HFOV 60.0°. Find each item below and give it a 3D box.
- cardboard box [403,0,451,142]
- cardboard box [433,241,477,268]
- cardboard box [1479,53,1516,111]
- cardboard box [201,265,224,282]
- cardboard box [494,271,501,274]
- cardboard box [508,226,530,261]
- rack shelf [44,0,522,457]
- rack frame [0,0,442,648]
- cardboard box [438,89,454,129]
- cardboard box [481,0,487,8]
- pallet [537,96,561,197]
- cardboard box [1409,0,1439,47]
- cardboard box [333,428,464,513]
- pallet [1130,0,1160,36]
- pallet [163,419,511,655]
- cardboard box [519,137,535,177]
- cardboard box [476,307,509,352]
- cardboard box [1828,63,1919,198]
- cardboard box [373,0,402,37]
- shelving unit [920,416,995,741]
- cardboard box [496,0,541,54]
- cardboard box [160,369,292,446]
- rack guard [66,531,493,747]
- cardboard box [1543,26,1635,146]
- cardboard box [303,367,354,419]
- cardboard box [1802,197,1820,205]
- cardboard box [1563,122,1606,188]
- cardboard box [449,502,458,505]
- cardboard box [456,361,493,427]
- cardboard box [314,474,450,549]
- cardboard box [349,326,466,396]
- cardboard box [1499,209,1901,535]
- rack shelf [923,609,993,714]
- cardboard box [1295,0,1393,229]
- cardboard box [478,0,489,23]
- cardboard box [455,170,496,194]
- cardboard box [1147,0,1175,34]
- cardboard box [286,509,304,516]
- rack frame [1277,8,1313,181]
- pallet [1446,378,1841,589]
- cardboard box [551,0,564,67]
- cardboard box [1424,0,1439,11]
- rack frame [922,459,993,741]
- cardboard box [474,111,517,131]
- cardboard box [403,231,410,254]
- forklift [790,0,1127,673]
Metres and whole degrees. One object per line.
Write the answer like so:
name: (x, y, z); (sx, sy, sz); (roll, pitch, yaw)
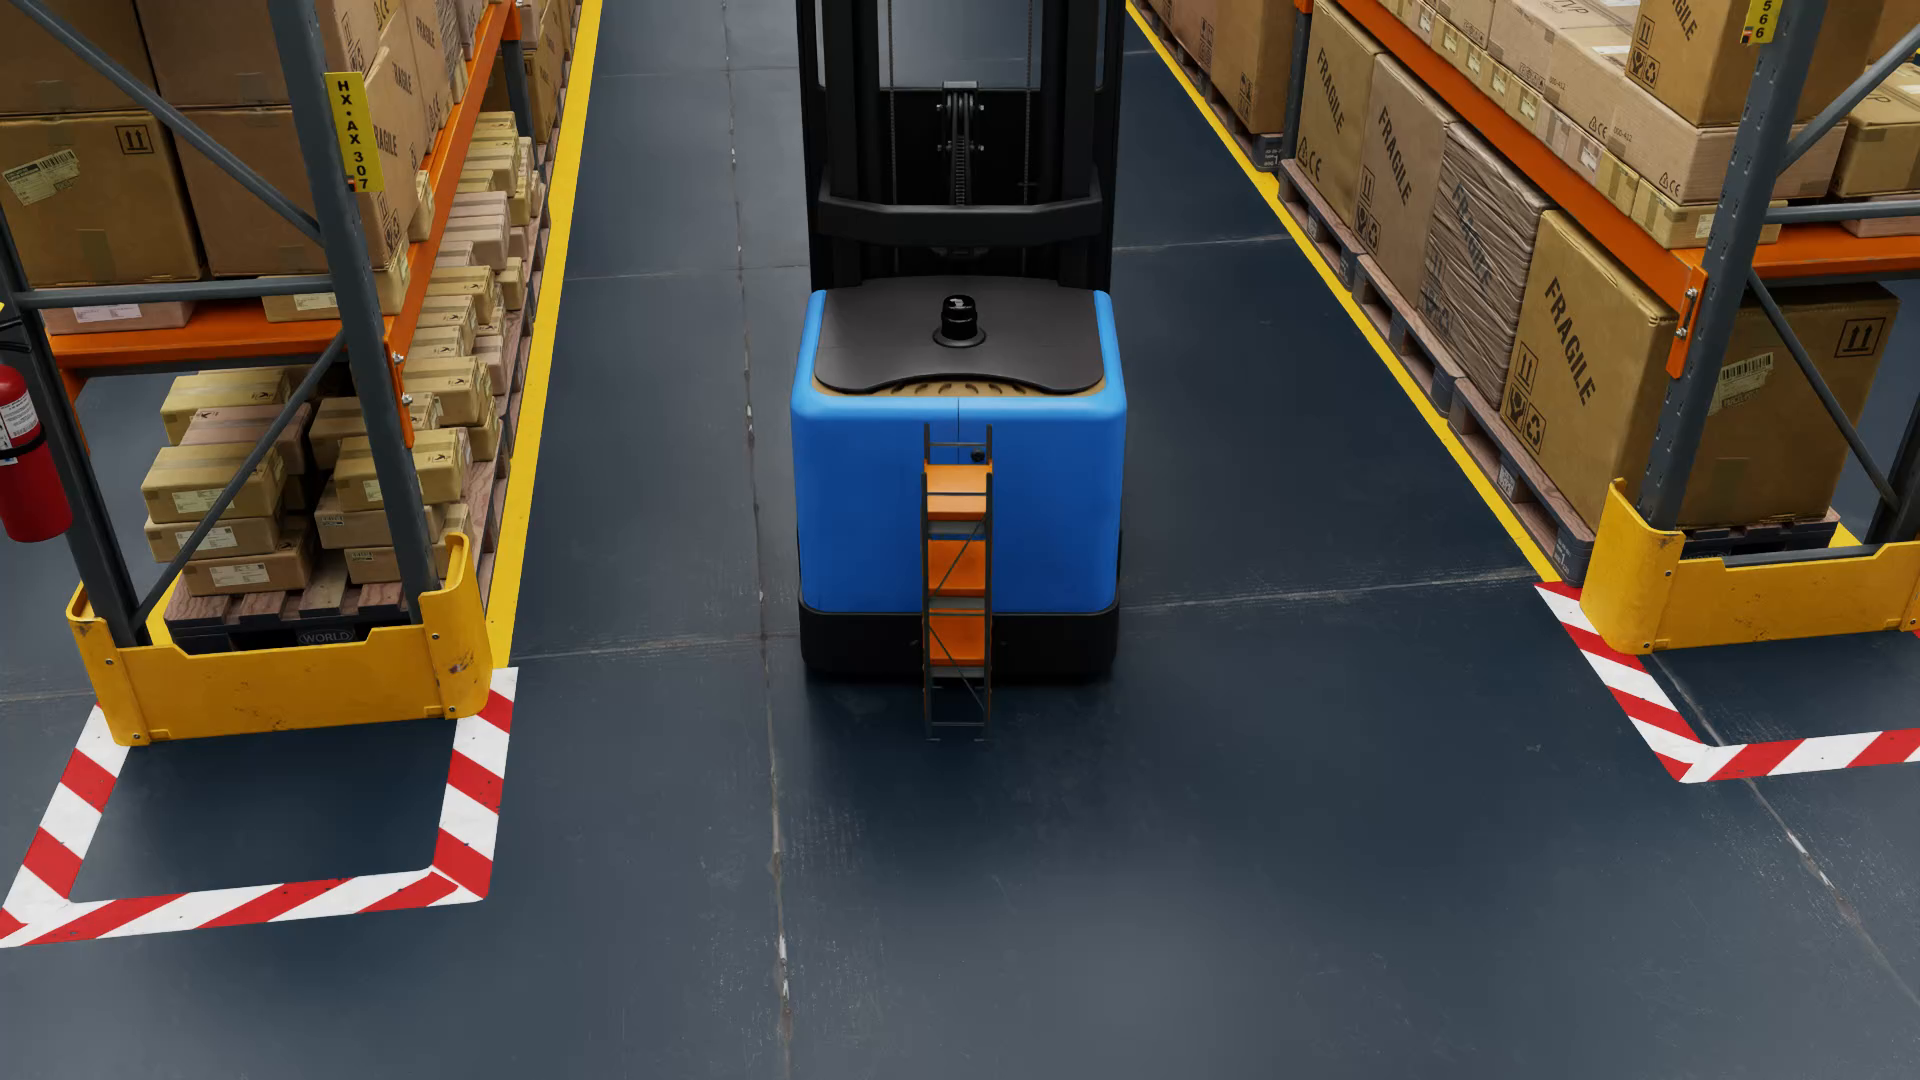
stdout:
cardboard box: (-2.075, -1.683, 5.703); (0.500, 0.500, 0.500); (-4, 34, -6)
cardboard box: (-2.197, -1.101, 6.833); (0.380, 0.149, 0.250); (-4, 35, -6)
cardboard box: (2.242, -1.780, 6.421); (0.380, 0.149, 0.250); (-4, 35, -6)
cardboard box: (-2.458, -0.874, 5.092); (0.380, 0.149, 0.250); (-4, 35, -6)
cardboard box: (-2.226, -1.288, 7.371); (0.380, 0.149, 0.250); (-4, 34, -5)
cardboard box: (-2.234, -1.417, 7.824); (0.380, 0.149, 0.250); (-5, 35, -8)
rack shelf: (-2.407, -1.495, 6.418); (1.077, 0.370, 4.000); (-4, 35, -6)
rack frame: (-2.138, -0.676, 4.578); (1.000, 3.000, 0.127); (-4, 35, -6)
cardboard box: (-2.117, -1.644, 6.222); (0.380, 0.149, 0.250); (-3, 34, -5)
cardboard box: (-2.262, -2.534, 6.952); (0.500, 0.500, 0.500); (-5, 35, -8)
pallet: (-2.782, -2.190, 9.276); (1.003, 0.211, 1.213); (-4, 35, -6)
cardboard box: (2.137, -2.210, 7.052); (0.380, 0.149, 0.250); (-4, 34, -6)
cardboard box: (-1.872, -0.235, 5.562); (0.380, 0.149, 0.250); (-6, 35, -9)
pallet: (1.746, -3.861, 11.729); (1.003, 0.211, 1.213); (-4, 35, -6)
pallet: (-2.223, -0.022, 6.095); (1.003, 0.211, 1.213); (-4, 35, -6)
cardboard box: (-2.319, -1.875, 8.232); (0.380, 0.149, 0.250); (-4, 34, -5)
cardboard box: (-2.113, -0.850, 6.993); (0.380, 0.149, 0.250); (-4, 35, -6)
cardboard box: (2.993, -1.344, 5.428); (0.500, 0.250, 0.500); (-5, 35, -8)
cardboard box: (-2.010, -1.805, 4.994); (0.500, 0.500, 0.500); (-3, 34, -5)
shelving unit: (-0.006, 0.138, 5.116); (0.215, 1.050, 0.252); (0, 34, 0)
cardboard box: (-2.514, -2.791, 8.863); (0.500, 0.250, 0.500); (-6, 35, -8)
cardboard box: (-2.598, -0.473, 5.911); (0.380, 0.149, 0.250); (-5, 35, -7)
rack guard: (-2.148, 0.315, 5.344); (1.175, 0.500, 0.348); (-4, 35, -6)
cardboard box: (2.395, -1.590, 5.788); (0.500, 0.250, 0.500); (-5, 35, -7)
cardboard box: (-2.498, -0.515, 6.236); (0.380, 0.149, 0.250); (-5, 35, -7)
cardboard box: (3.034, -1.257, 5.655); (0.380, 0.149, 0.250); (-5, 35, -7)
cardboard box: (2.347, -1.351, 5.792); (0.380, 0.149, 0.250); (-4, 35, -6)
cardboard box: (-2.008, -0.128, 5.933); (0.380, 0.149, 0.250); (-5, 35, -7)
cardboard box: (-1.983, -0.544, 6.280); (0.380, 0.149, 0.250); (-3, 34, -5)
cardboard box: (-1.954, -0.106, 5.637); (0.380, 0.149, 0.250); (-3, 34, -4)
cardboard box: (-2.051, -0.662, 6.189); (0.380, 0.149, 0.250); (-6, 35, -9)
cardboard box: (2.625, -0.642, 6.042); (0.875, 0.875, 0.875); (-4, 35, -6)
rack shelf: (-0.006, 0.376, 5.278); (0.215, 0.259, 0.240); (0, 34, 0)
cardboard box: (2.262, -2.148, 8.253); (0.875, 0.875, 0.875); (-4, 35, -6)
cardboard box: (-2.286, -2.373, 7.292); (0.380, 0.149, 0.250); (-3, 34, -4)
cardboard box: (-2.299, -1.542, 7.479); (0.380, 0.149, 0.250); (-3, 34, -5)
cardboard box: (1.899, -3.870, 10.779); (1.225, 0.875, 0.875); (-4, 35, -6)
cardboard box: (-2.551, -0.085, 5.870); (0.380, 0.149, 0.250); (-3, 34, -5)
rack frame: (2.252, -3.227, 8.322); (1.000, 3.000, 0.127); (-4, 35, -6)
pallet: (2.605, -0.283, 6.478); (1.003, 0.211, 1.213); (-4, 35, -6)
cardboard box: (-2.669, -3.067, 9.934); (0.500, 0.500, 0.500); (-4, 34, -6)
cardboard box: (2.193, -2.440, 7.035); (0.500, 0.250, 0.500); (-4, 34, -5)
rack frame: (-0.007, 0.206, 5.015); (0.200, 1.050, 0.008); (0, 34, 0)
cardboard box: (-2.370, -1.970, 8.108); (0.380, 0.149, 0.250); (-3, 34, -5)
cardboard box: (-1.932, -0.917, 5.154); (0.380, 0.149, 0.250); (-3, 34, -5)
forklift: (0.003, -1.566, 5.945); (1.130, 2.935, 3.031); (0, 34, 0)
